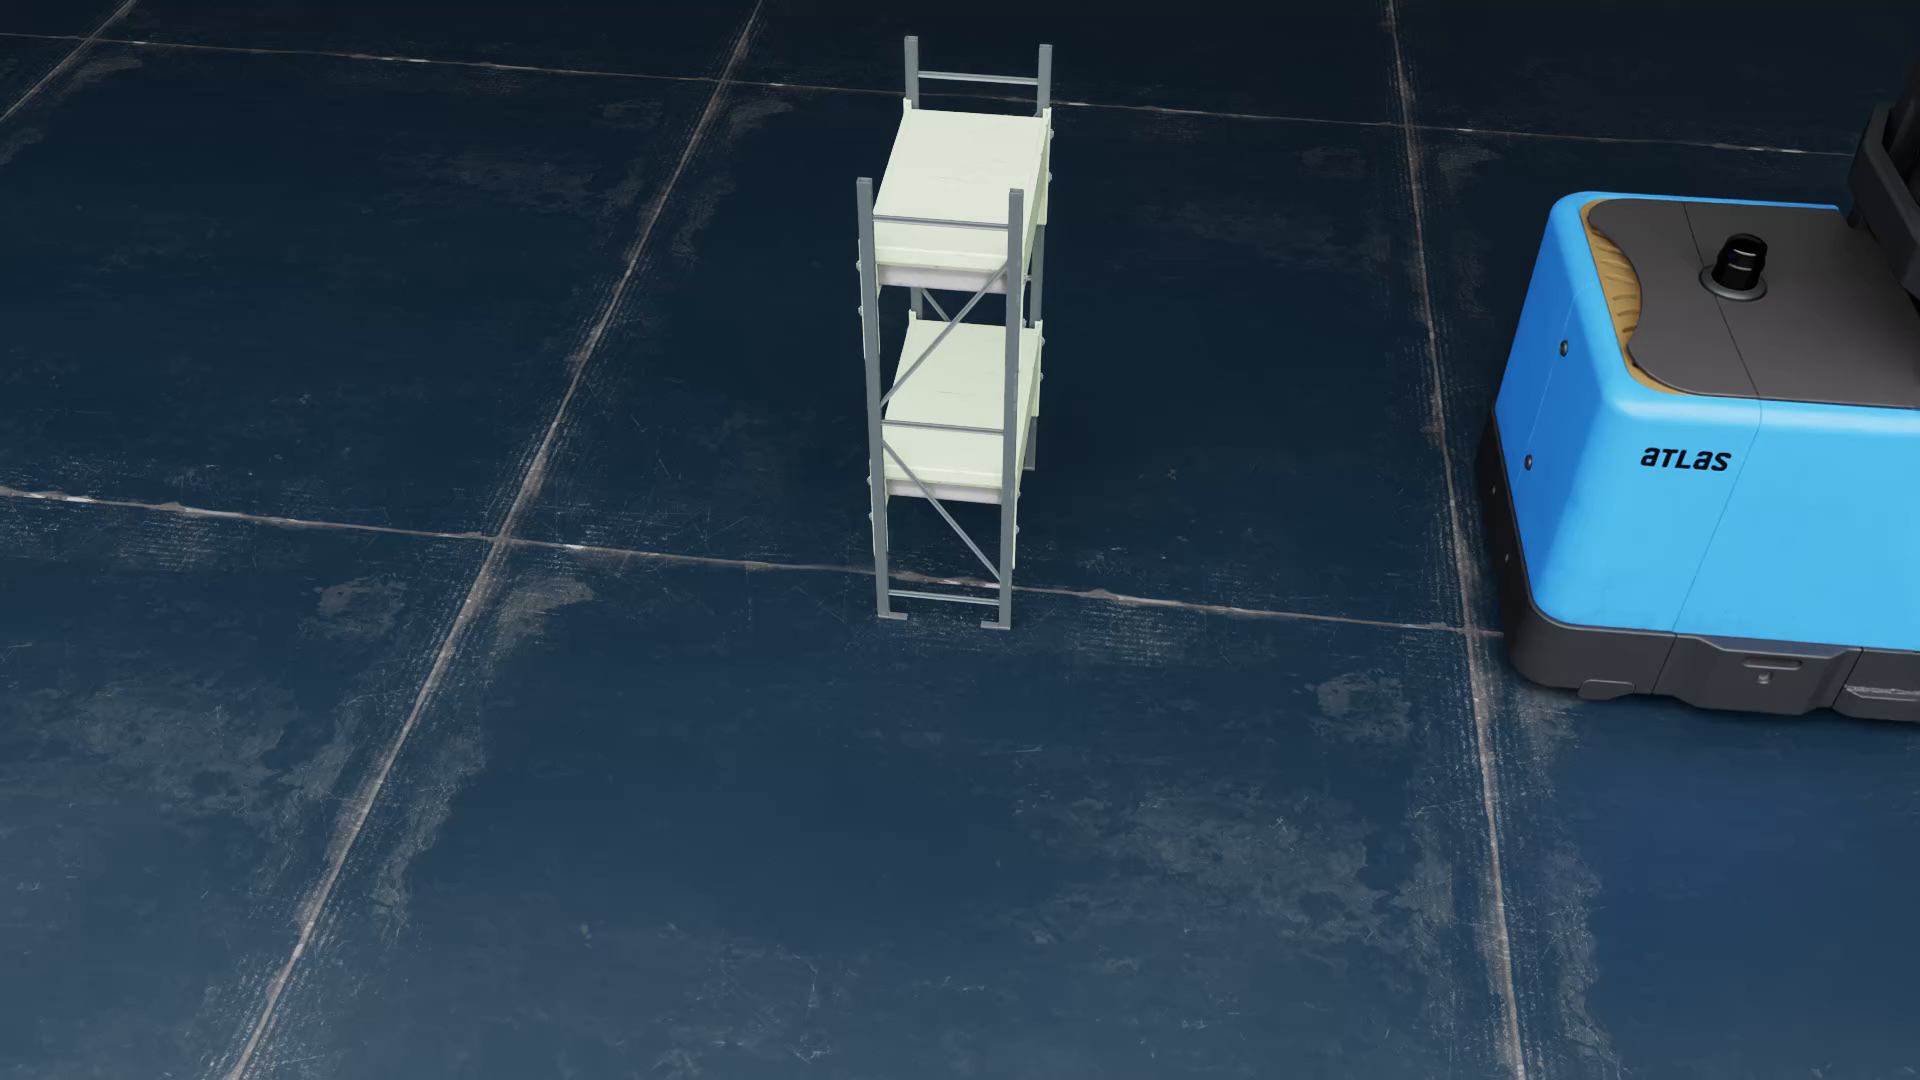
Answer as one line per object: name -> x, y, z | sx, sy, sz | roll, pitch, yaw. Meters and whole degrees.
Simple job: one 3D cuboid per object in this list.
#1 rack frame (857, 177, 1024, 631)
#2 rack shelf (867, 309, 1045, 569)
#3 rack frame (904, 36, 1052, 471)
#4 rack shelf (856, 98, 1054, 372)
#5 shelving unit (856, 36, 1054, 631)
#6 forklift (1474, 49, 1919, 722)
rack frame -> -0.048, -0.300, 4.476 | 0.400, 1.500, 0.023 | 5, 44, 6
rack shelf -> 0.001, -0.312, 4.963 | 0.431, 0.370, 0.720 | 5, 44, 6
rack frame -> 0.049, -0.799, 5.003 | 0.400, 1.500, 0.023 | 5, 44, 6
rack shelf -> 0.001, -0.833, 4.471 | 0.431, 0.370, 0.720 | 5, 44, 6
shelving unit -> 0.001, -0.549, 4.739 | 0.431, 1.500, 0.755 | 5, 44, 6
forklift -> 3.132, -0.853, 4.019 | 3.031, 2.935, 1.130 | 4, 44, 4
